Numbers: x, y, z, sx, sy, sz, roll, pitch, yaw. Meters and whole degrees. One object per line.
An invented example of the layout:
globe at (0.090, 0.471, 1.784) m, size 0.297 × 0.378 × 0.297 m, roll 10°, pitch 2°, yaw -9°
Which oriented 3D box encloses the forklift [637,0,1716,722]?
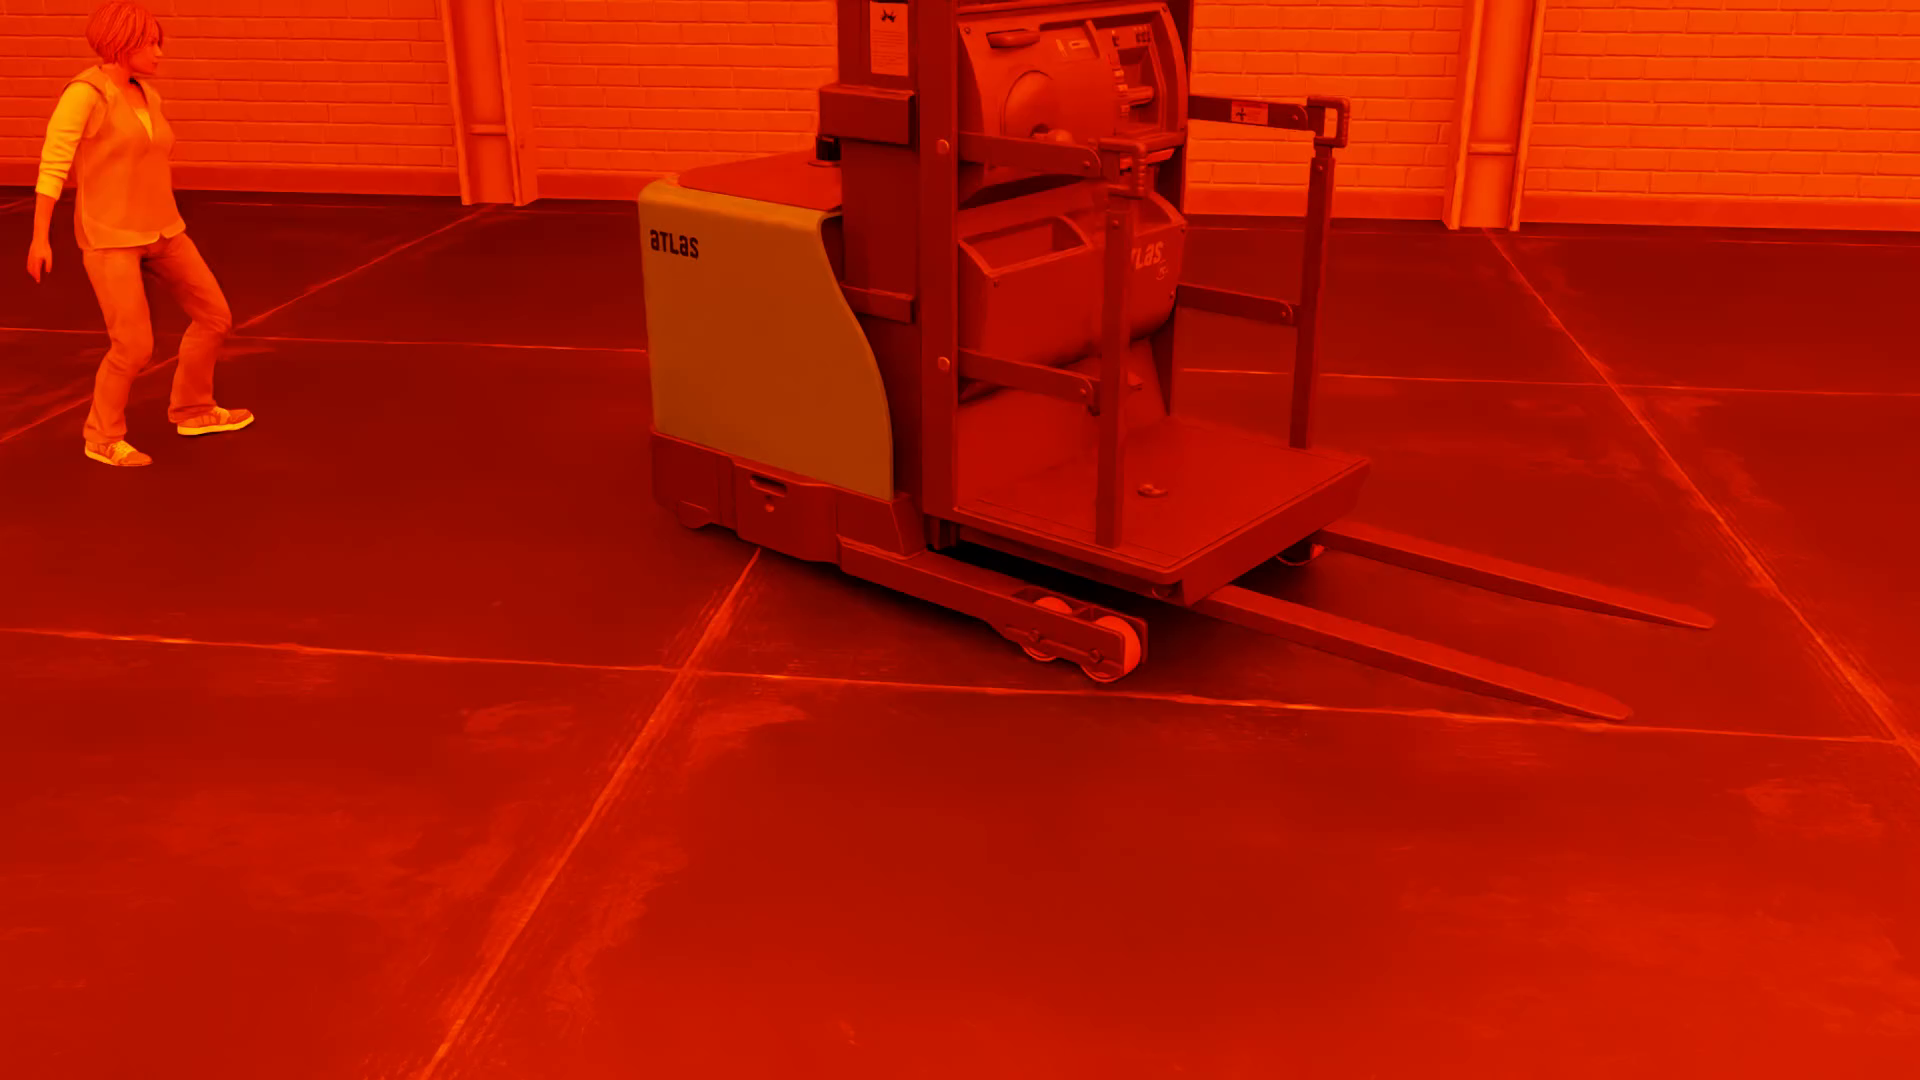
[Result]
forklift at (0.480, -1.217, 4.276) m, size 3.031 × 2.935 × 1.130 m, roll 17°, pitch 28°, yaw 36°

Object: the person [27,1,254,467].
person at (-2.860, -1.017, 5.685) m, size 0.414 × 1.569 × 0.744 m, roll 7°, pitch 23°, yaw 16°
